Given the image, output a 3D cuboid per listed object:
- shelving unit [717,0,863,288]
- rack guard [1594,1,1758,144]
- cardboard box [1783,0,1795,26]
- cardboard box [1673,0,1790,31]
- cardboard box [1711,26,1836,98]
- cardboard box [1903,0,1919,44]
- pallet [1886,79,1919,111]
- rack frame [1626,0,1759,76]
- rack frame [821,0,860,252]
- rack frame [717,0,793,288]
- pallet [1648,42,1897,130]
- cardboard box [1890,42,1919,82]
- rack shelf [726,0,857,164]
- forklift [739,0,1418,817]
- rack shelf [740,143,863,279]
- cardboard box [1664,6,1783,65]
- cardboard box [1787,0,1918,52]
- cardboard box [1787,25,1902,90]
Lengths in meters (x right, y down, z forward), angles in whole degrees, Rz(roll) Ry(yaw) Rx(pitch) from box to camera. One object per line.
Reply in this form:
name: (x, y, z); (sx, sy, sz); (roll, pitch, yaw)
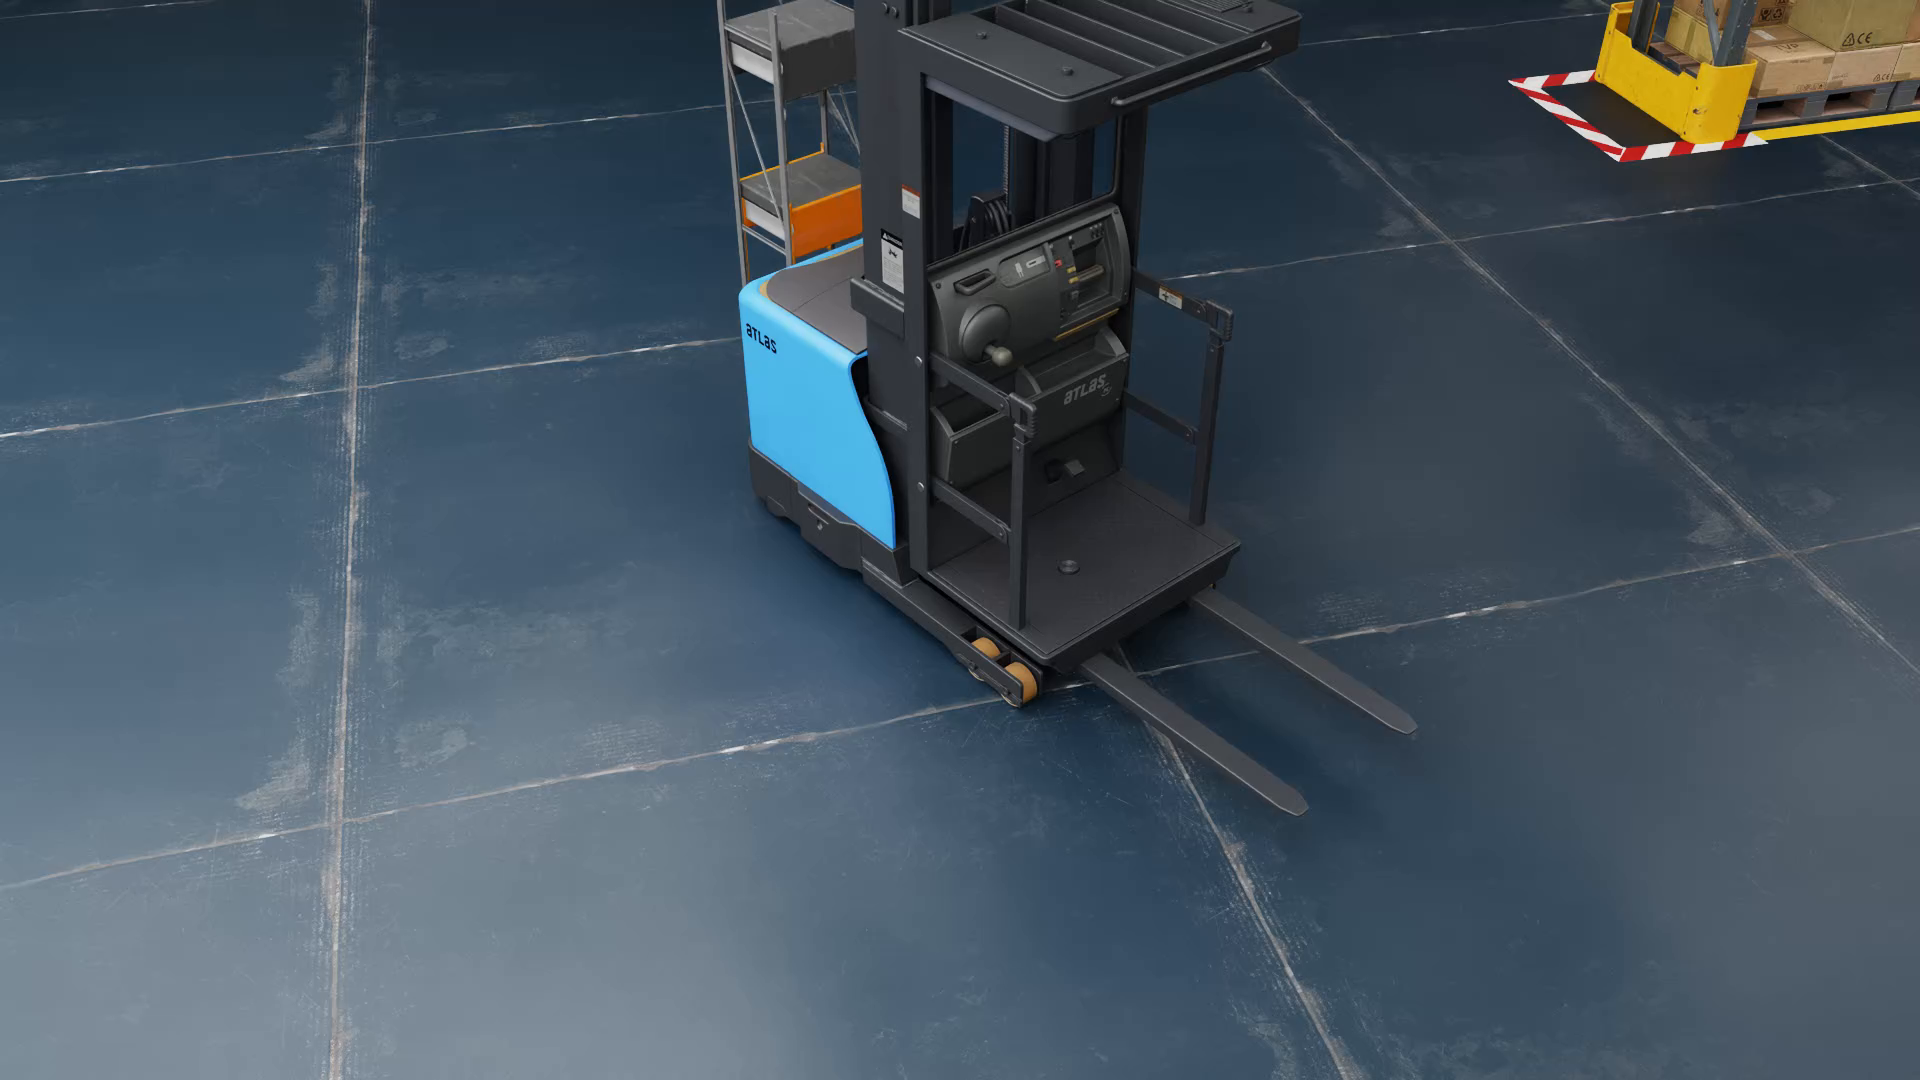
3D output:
shelving unit: (-0.664, -1.396, 7.347); (0.503, 2.100, 0.431); (-28, 45, -31)
rack guard: (4.643, -3.065, 10.845); (0.348, 0.500, 1.175); (-9, 38, -12)
cardboard box: (5.587, -3.480, 11.248); (0.500, 0.250, 0.500); (-9, 38, -12)
cardboard box: (5.107, -3.693, 10.910); (0.500, 0.500, 0.500); (-9, 38, -12)
cardboard box: (5.242, -3.090, 10.739); (0.500, 0.250, 0.500); (-9, 38, -12)
cardboard box: (6.204, -3.555, 10.729); (0.500, 0.500, 0.500); (-9, 38, -12)
pallet: (6.569, -3.291, 11.378); (1.213, 0.211, 1.003); (-9, 38, -12)
rack frame: (4.666, -4.061, 10.090); (0.127, 3.000, 1.000); (-9, 38, -12)
rack frame: (-0.479, -1.493, 7.473); (0.015, 2.100, 0.400); (-28, 45, -31)
rack frame: (-0.848, -1.299, 7.220); (0.015, 2.100, 0.400); (-28, 45, -31)
pallet: (5.394, -3.099, 11.128); (1.213, 0.211, 1.003); (-9, 38, -12)
cardboard box: (6.207, -3.251, 10.948); (0.500, 0.250, 0.500); (-9, 38, -12)
rack shelf: (-0.664, -1.941, 6.930); (0.480, 0.518, 0.431); (-28, 45, -31)
forklift: (0.413, -0.874, 5.981); (1.130, 2.935, 3.031); (-28, 45, -31)
rack shelf: (-0.664, -1.385, 7.355); (0.480, 0.518, 0.431); (-28, 45, -31)
cardboard box: (5.107, -3.394, 11.136); (0.500, 0.250, 0.500); (-9, 38, -12)
cardboard box: (5.724, -3.469, 10.616); (0.500, 0.500, 0.500); (-9, 38, -12)
cardboard box: (5.724, -3.172, 10.845); (0.500, 0.250, 0.500); (-9, 38, -12)
